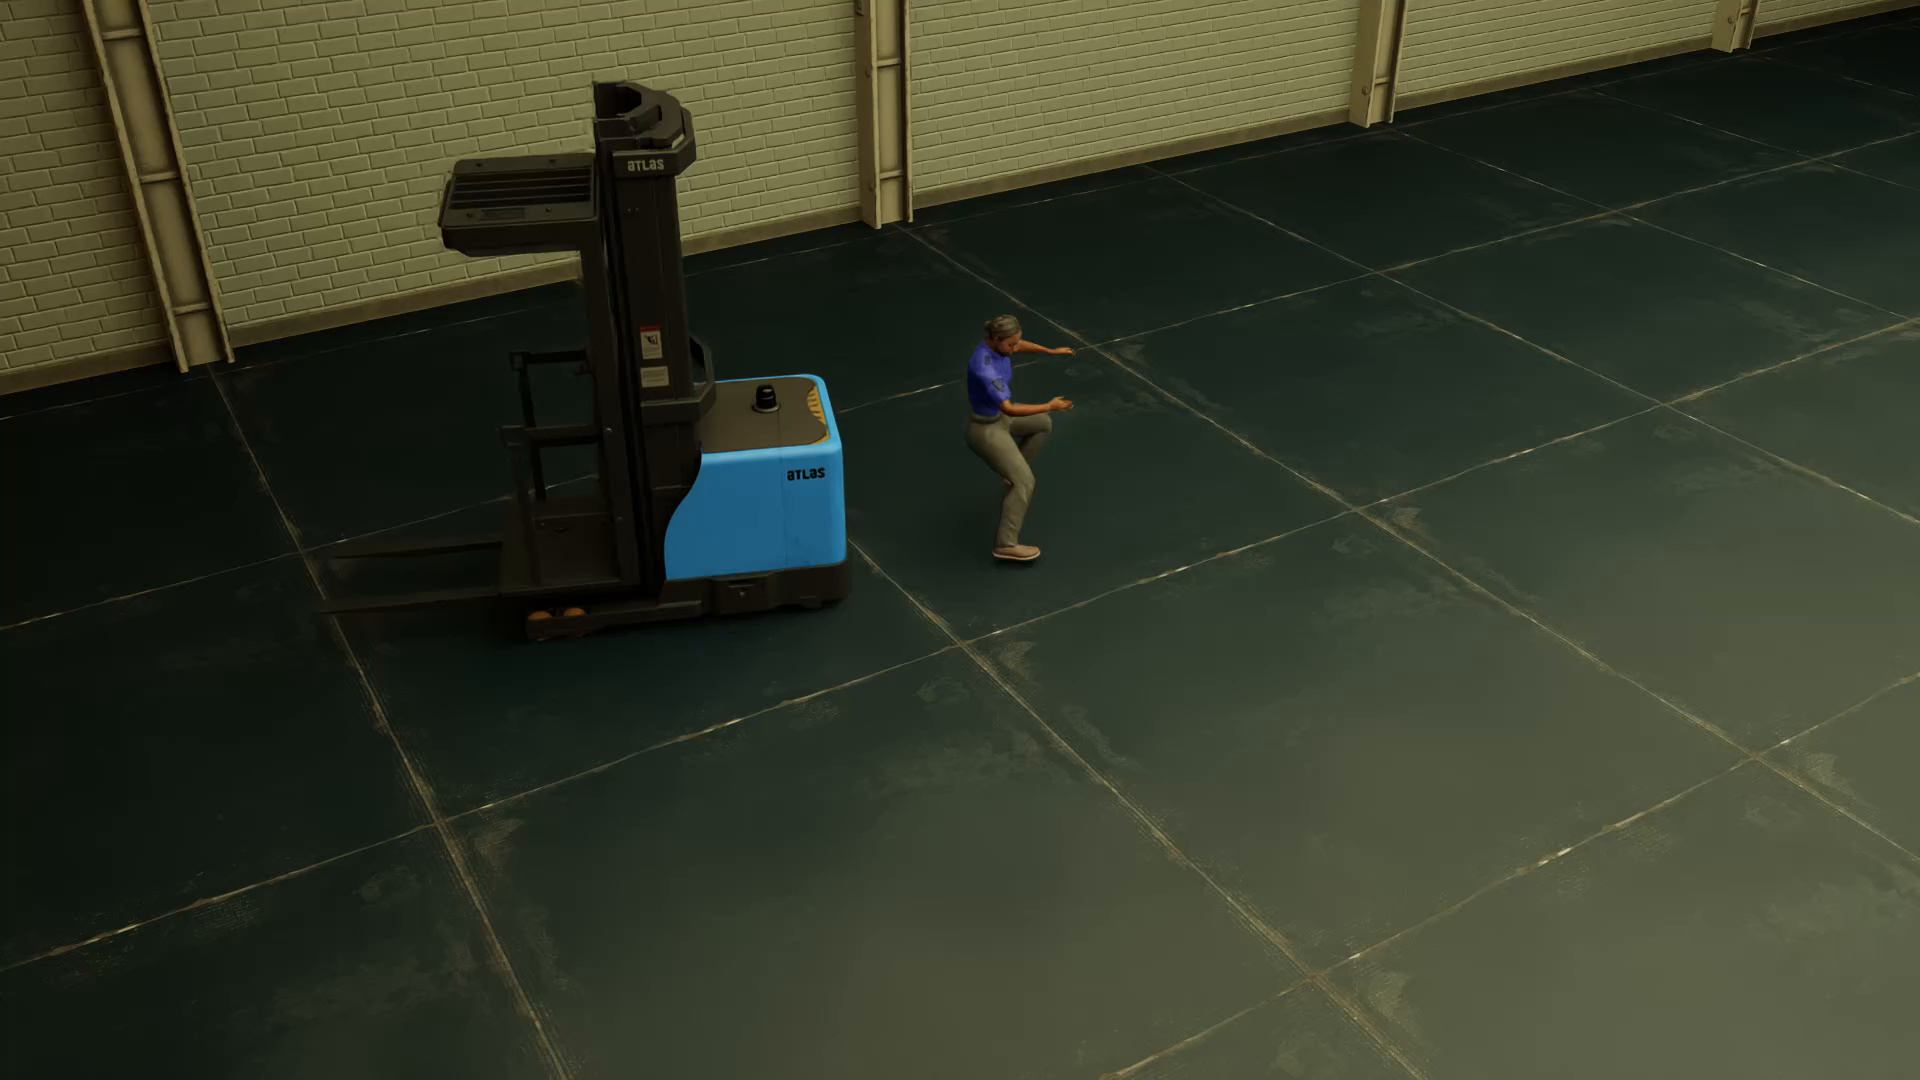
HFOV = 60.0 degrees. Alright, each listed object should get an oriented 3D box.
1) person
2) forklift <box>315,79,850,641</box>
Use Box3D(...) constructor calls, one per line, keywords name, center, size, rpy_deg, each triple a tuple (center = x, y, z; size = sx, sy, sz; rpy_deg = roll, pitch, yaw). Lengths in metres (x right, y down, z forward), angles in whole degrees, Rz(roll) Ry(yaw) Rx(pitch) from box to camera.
Box3D(name="person", center=(0.381, -0.732, 10.254), size=(0.682, 1.426, 1.000), rpy_deg=(8, 32, 13))
Box3D(name="forklift", center=(-2.219, -0.975, 9.274), size=(3.031, 2.935, 1.130), rpy_deg=(-6, 31, -9))
